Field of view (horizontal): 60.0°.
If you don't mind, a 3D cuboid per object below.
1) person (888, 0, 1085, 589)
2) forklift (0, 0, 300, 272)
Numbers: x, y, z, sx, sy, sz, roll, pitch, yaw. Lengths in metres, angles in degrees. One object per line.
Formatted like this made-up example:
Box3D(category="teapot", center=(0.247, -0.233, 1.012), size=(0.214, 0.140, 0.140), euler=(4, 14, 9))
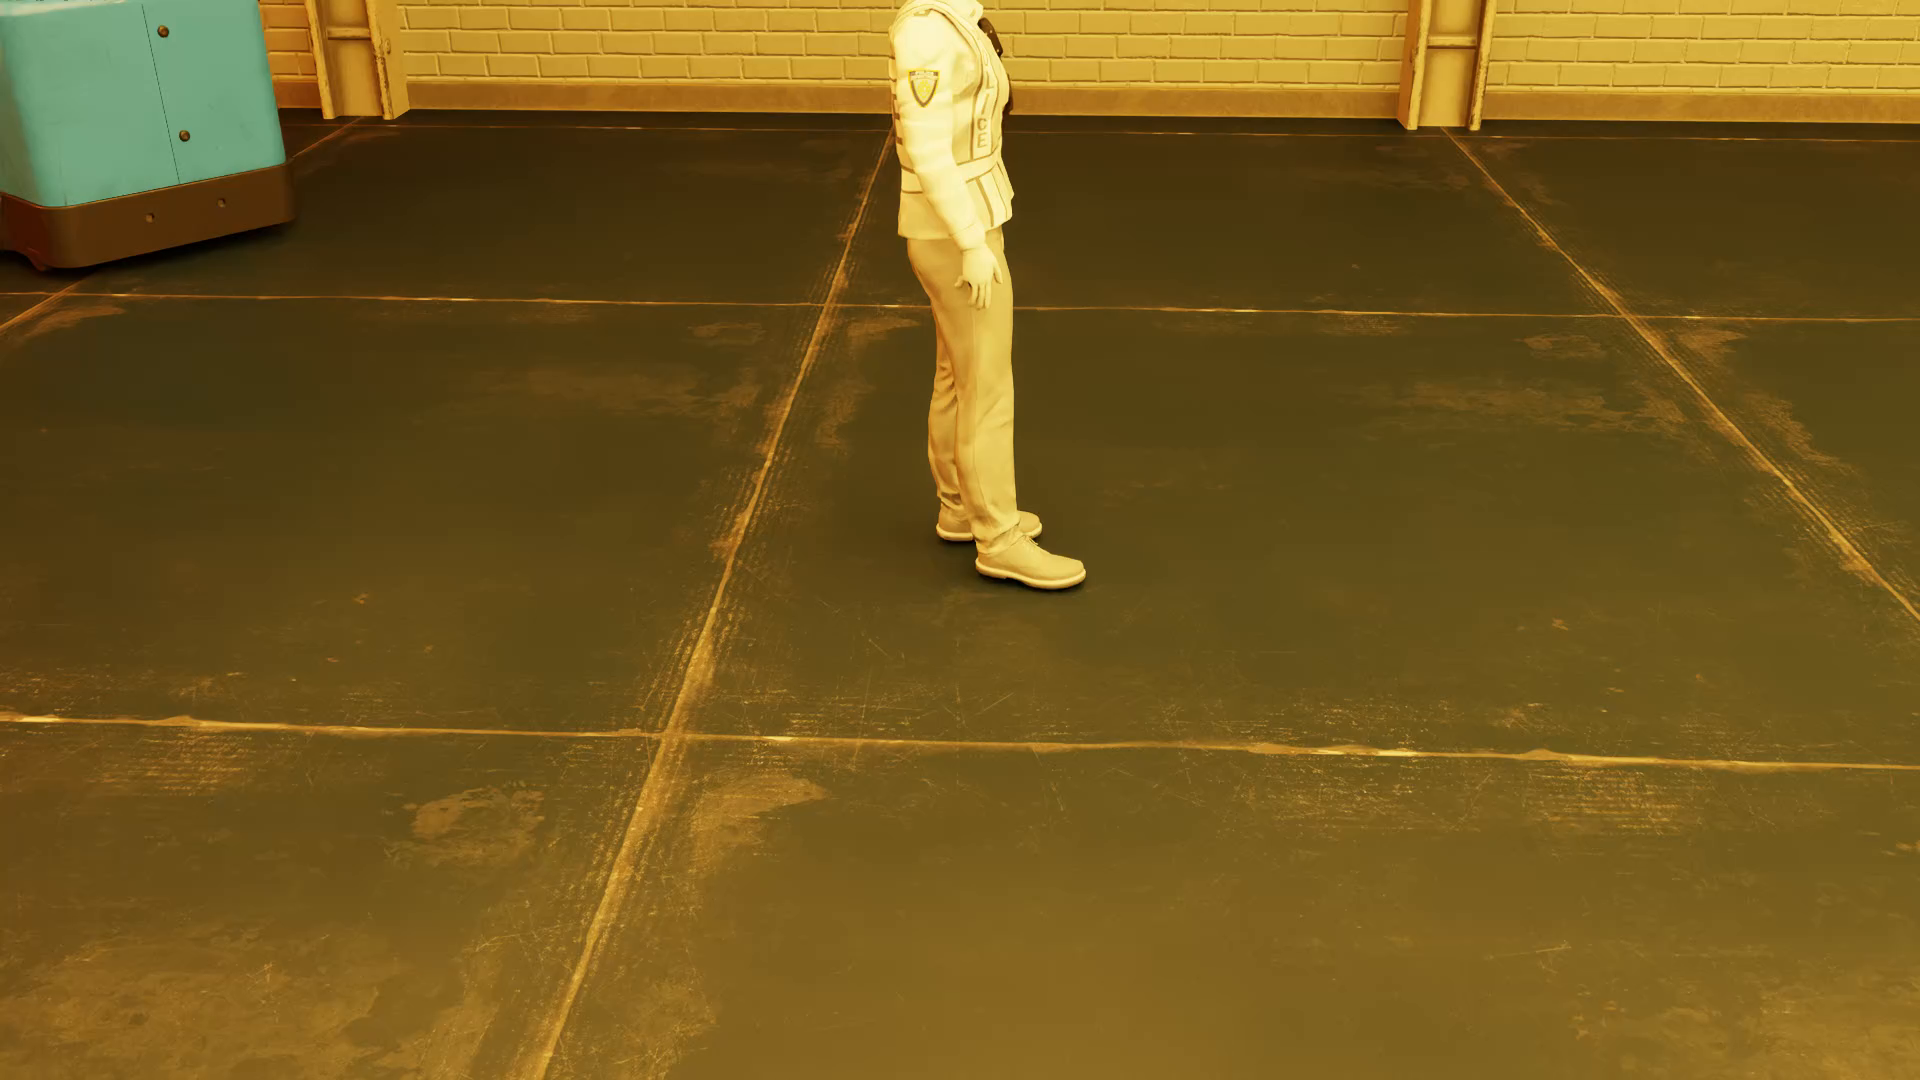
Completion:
Box3D(category="person", center=(0.068, -0.762, 4.135), size=(0.531, 1.695, 0.587), euler=(1, 26, 2))
Box3D(category="forklift", center=(-4.305, -2.904, 7.096), size=(3.031, 2.935, 1.130), euler=(21, 33, 35))
